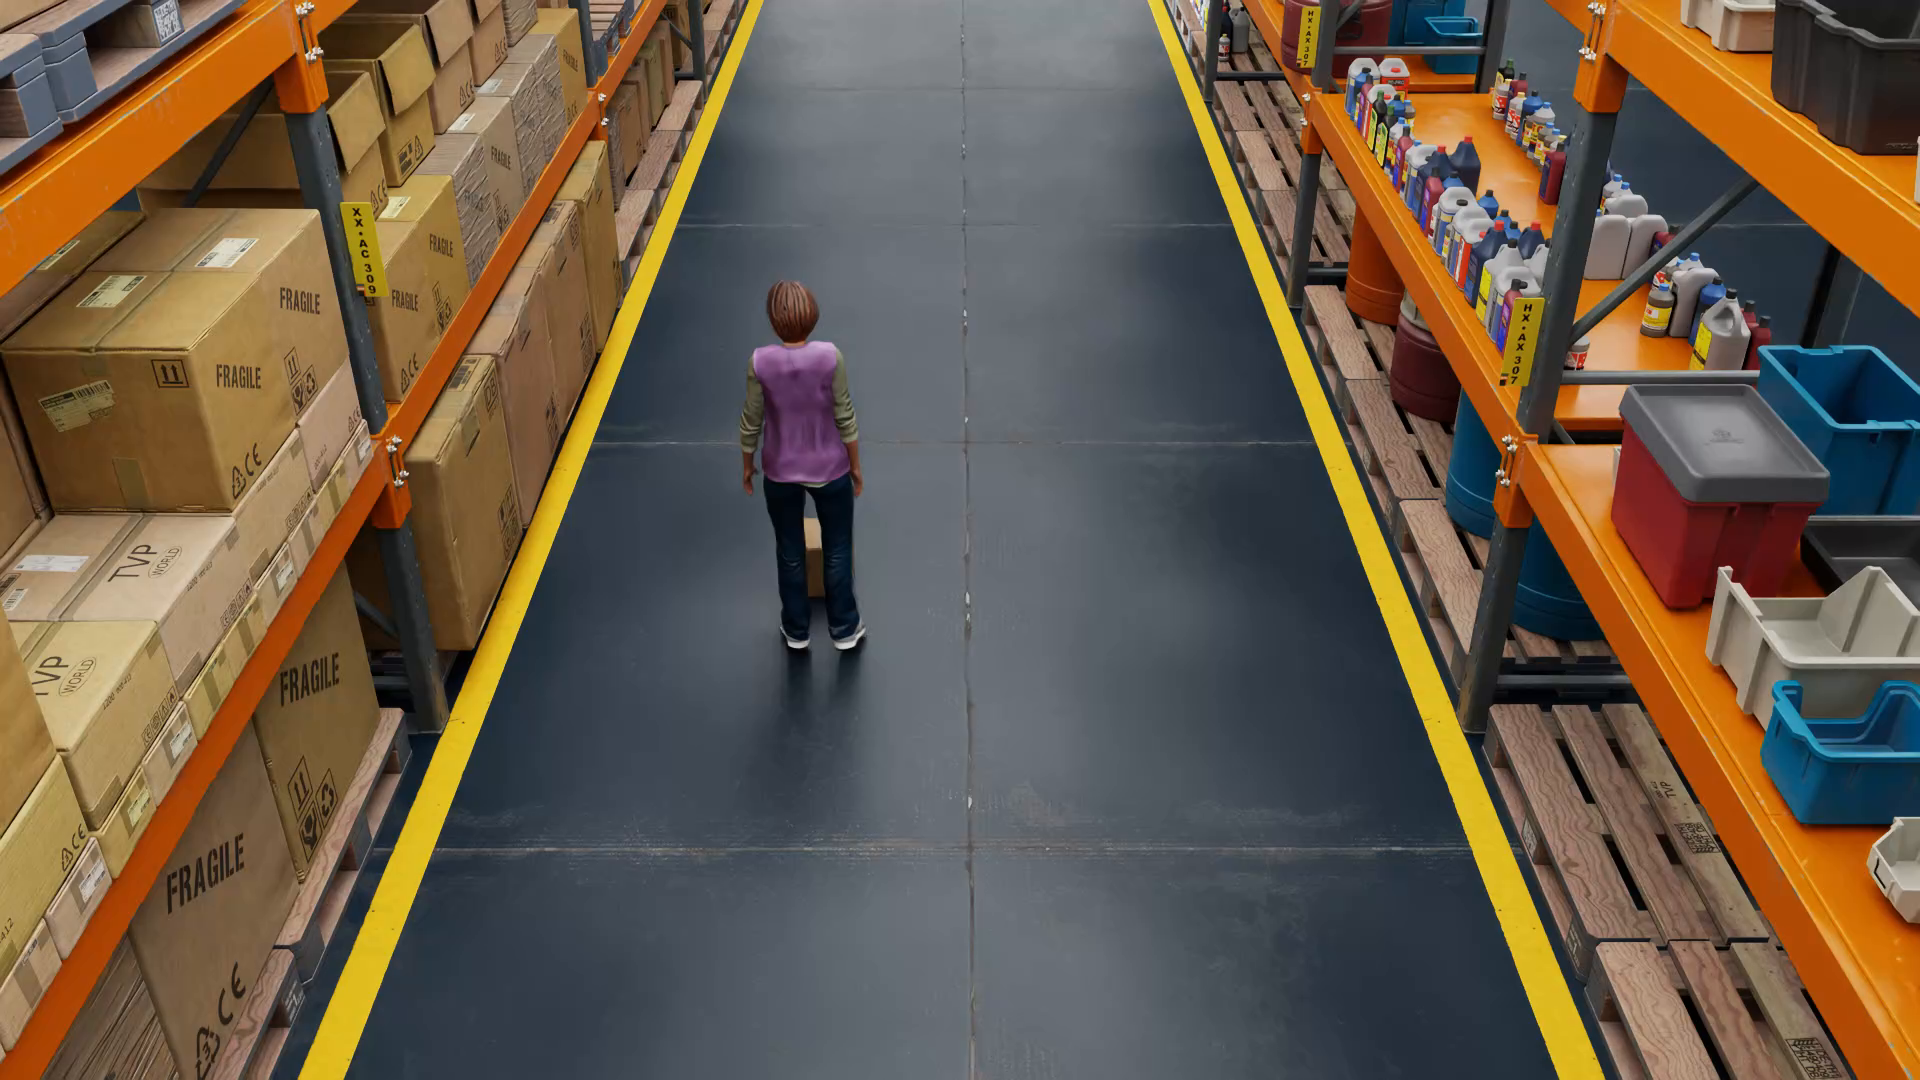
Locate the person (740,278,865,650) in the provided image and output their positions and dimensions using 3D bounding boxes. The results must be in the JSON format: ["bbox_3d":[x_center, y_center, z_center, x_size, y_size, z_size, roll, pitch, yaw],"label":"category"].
[{"bbox_3d":[-0.619,-0.261,6.530,0.476,1.608,0.318,0,32,1],"label":"person"}]
